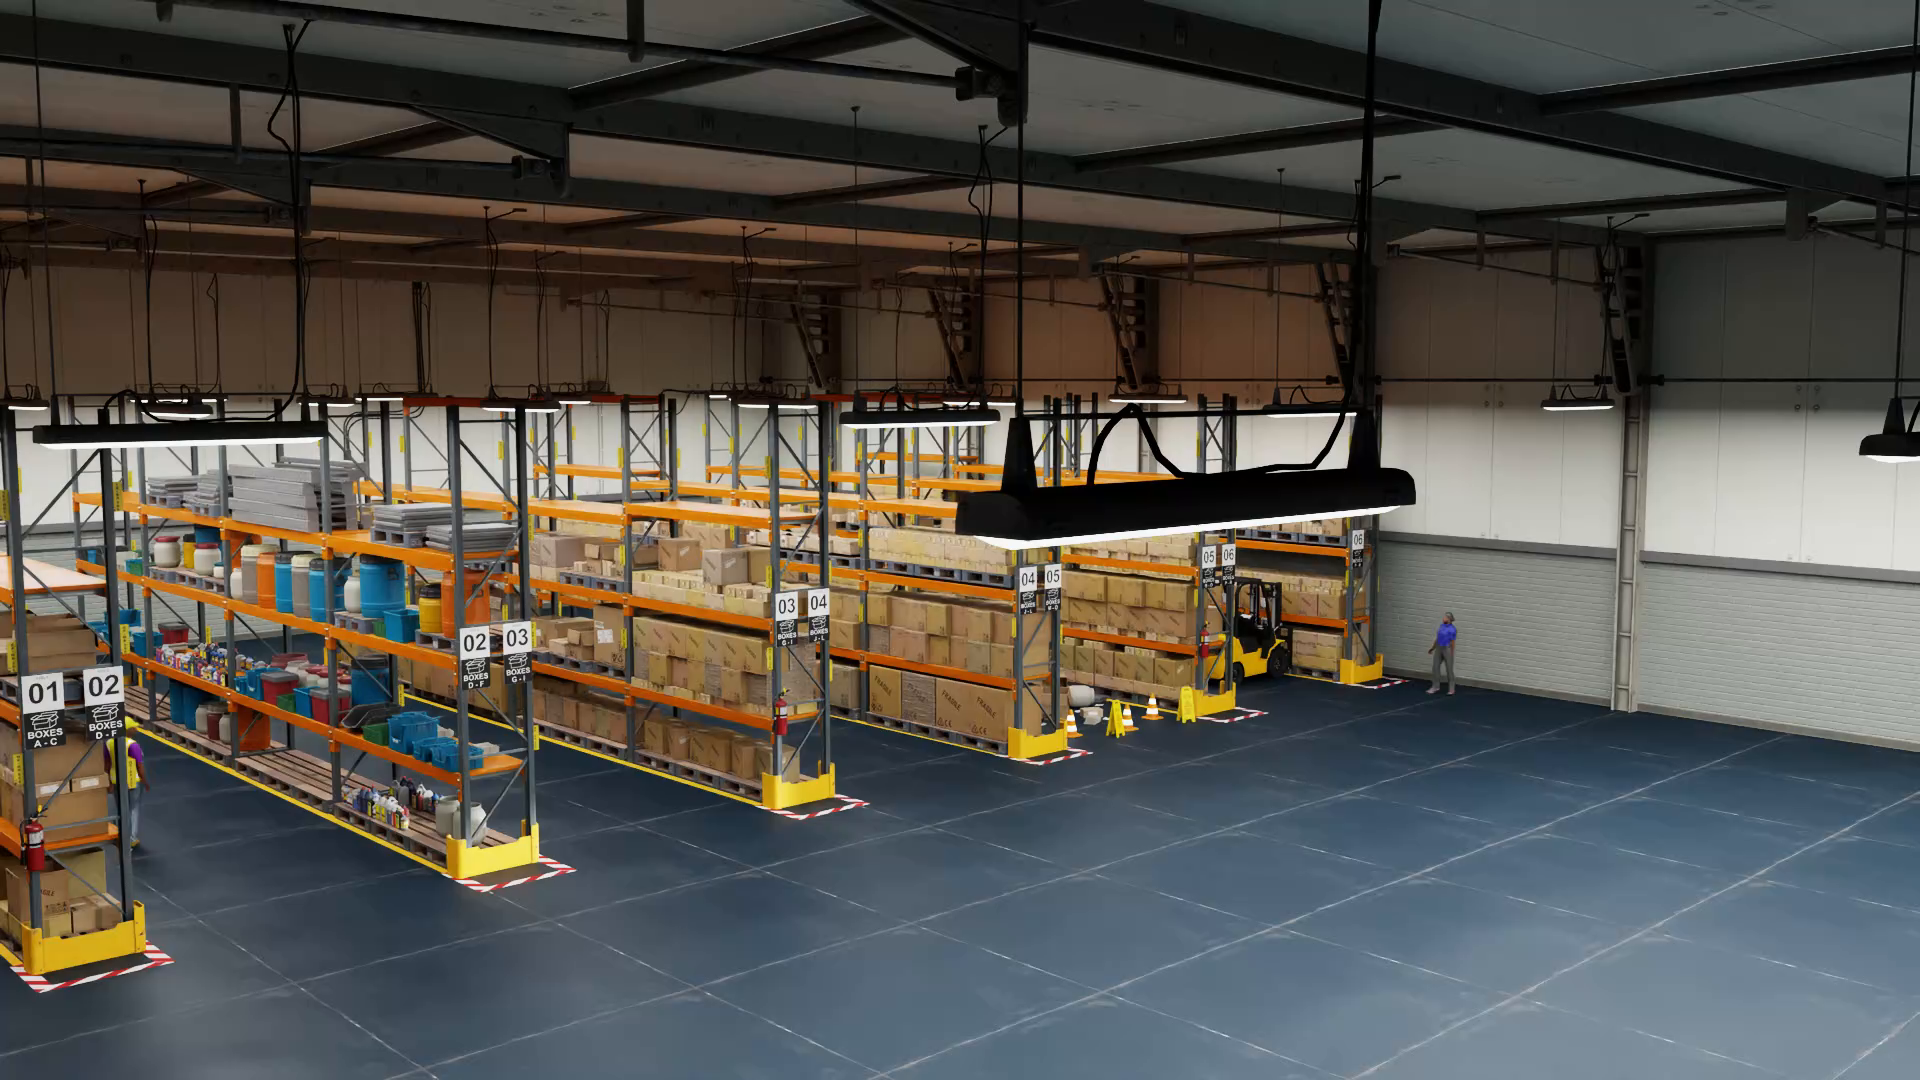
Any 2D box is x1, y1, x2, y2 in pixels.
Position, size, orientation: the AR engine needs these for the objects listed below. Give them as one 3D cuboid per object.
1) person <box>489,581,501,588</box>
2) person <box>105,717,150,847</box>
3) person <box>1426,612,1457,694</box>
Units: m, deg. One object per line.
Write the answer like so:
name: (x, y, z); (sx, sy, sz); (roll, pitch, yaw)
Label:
person: (-10.750, 1.770, 38.521); (0.569, 1.675, 0.448); (-3, 6, -27)
person: (-11.269, 3.266, 22.504); (0.579, 1.776, 0.466); (-1, 6, -8)
person: (9.701, 2.275, 33.479); (0.412, 1.663, 0.633); (-4, 7, -36)
